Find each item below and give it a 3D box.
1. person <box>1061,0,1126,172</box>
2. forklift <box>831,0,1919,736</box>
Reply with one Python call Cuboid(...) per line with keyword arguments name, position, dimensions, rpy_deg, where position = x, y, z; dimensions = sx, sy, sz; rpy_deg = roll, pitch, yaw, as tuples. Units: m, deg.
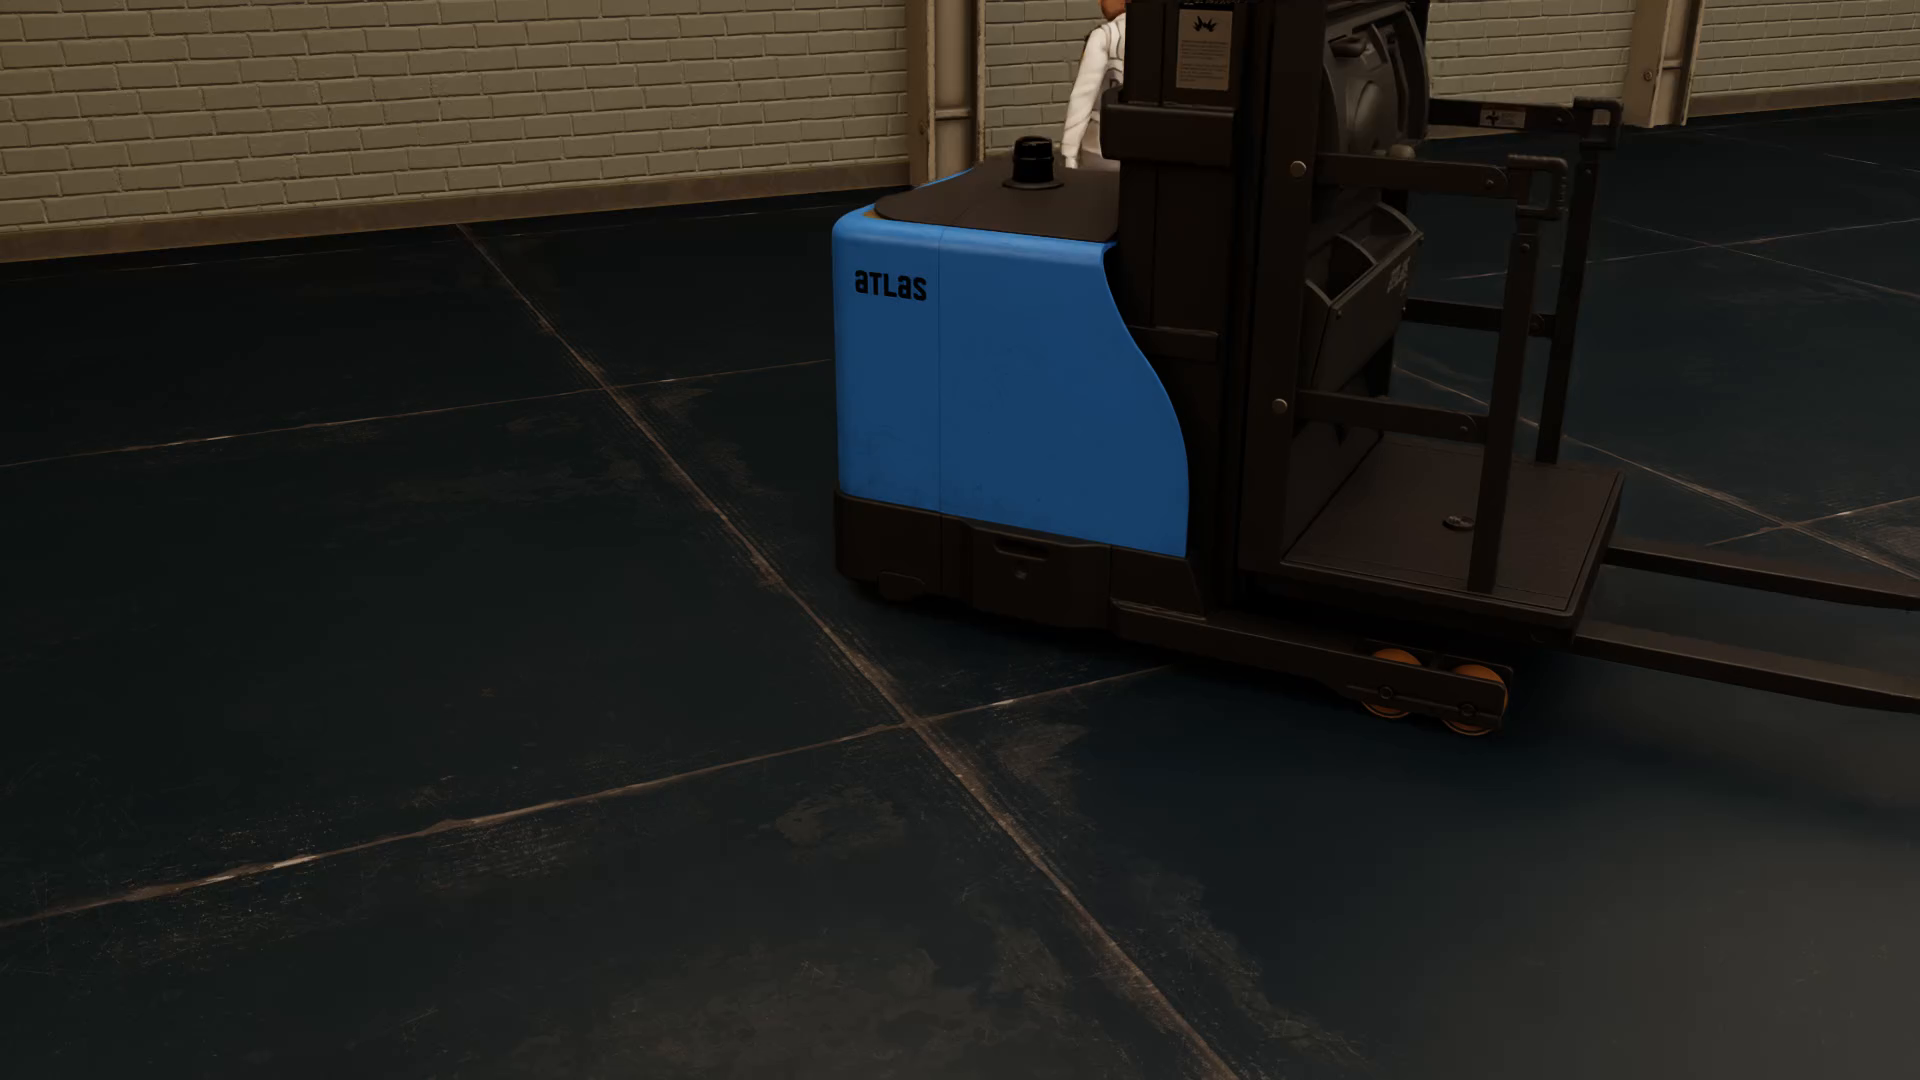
Cuboid(name="person", position=(0.658, -1.620, 6.975), dimensions=(0.541, 1.591, 0.770), rpy_deg=(-1, 23, -3))
Cuboid(name="forklift", position=(1.199, -1.118, 3.977), dimensions=(3.031, 2.935, 1.130), rpy_deg=(11, 25, 24))
